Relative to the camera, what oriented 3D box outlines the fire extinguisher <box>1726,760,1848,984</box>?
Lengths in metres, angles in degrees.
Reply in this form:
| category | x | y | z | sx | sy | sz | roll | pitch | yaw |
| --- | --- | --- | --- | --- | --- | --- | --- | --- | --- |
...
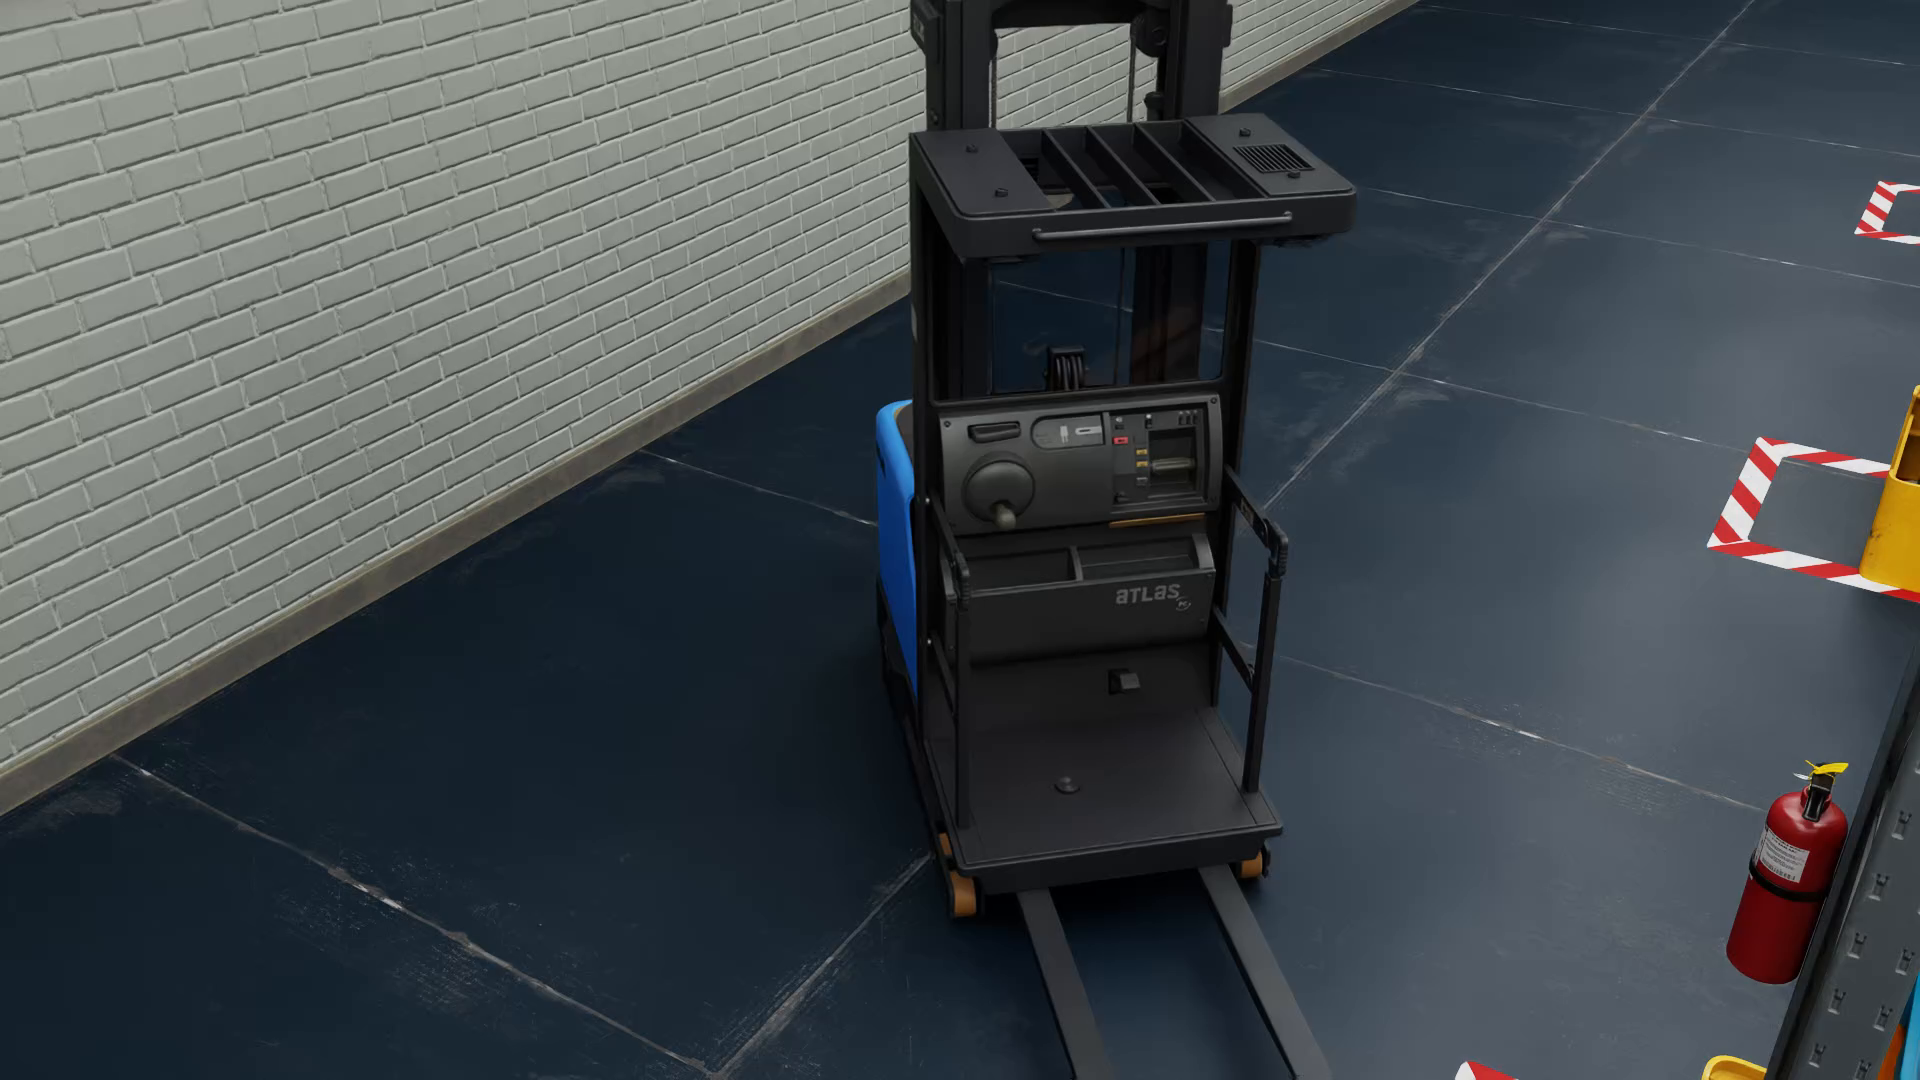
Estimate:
| category | x | y | z | sx | sy | sz | roll | pitch | yaw |
| --- | --- | --- | --- | --- | --- | --- | --- | --- | --- |
| fire extinguisher | 1.981 | 0.749 | 3.937 | 0.183 | 0.674 | 0.296 | 18 | 35 | 27 |

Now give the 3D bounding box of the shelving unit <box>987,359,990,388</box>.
| category | x | y | z | sx | sy | sz | roll | pitch | yaw |
| --- | --- | --- | --- | --- | --- | --- | --- | --- | --- |
| shelving unit | -0.007 | -0.391 | 7.527 | 0.210 | 0.900 | 0.258 | 18 | 35 | 27 |

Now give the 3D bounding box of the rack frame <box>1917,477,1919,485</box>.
| category | x | y | z | sx | sy | sz | roll | pitch | yaw |
| --- | --- | --- | --- | --- | --- | --- | --- | --- | --- |
| rack frame | 4.500 | -1.325 | 7.045 | 0.127 | 3.000 | 1.000 | 18 | 35 | 27 |

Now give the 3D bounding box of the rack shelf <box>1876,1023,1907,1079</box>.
| category | x | y | z | sx | sy | sz | roll | pitch | yaw |
| --- | --- | --- | --- | --- | --- | --- | --- | --- | --- |
| rack shelf | 3.561 | 1.635 | 2.685 | 4.000 | 0.370 | 1.077 | 18 | 35 | 27 |

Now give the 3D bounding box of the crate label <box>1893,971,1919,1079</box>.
| category | x | y | z | sx | sy | sz | roll | pitch | yaw |
| --- | --- | --- | --- | --- | --- | --- | --- | --- | --- |
| crate label | 1.901 | 1.042 | 3.095 | 0.303 | 0.233 | 0.416 | 18 | 35 | 27 |

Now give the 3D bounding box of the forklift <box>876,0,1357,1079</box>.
| category | x | y | z | sx | sy | sz | roll | pitch | yaw |
| --- | --- | --- | --- | --- | --- | --- | --- | --- | --- |
| forklift | 0.440 | -0.203 | 5.189 | 1.130 | 2.935 | 3.031 | -6 | 31 | -10 |

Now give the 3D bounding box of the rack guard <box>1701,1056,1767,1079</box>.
| category | x | y | z | sx | sy | sz | roll | pitch | yaw |
| --- | --- | --- | --- | --- | --- | --- | --- | --- | --- |
| rack guard | 1.840 | 1.867 | 4.053 | 0.348 | 0.500 | 1.175 | 18 | 35 | 27 |

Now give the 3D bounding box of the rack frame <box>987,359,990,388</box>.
| category | x | y | z | sx | sy | sz | roll | pitch | yaw |
| --- | --- | --- | --- | --- | --- | --- | --- | --- | --- |
| rack frame | 0.079 | -0.364 | 7.480 | 0.006 | 0.900 | 0.240 | 18 | 35 | 27 |

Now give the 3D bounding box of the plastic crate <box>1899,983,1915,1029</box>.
| category | x | y | z | sx | sy | sz | roll | pitch | yaw |
| --- | --- | --- | --- | --- | --- | --- | --- | --- | --- |
| plastic crate | 2.250 | 0.757 | 3.381 | 0.499 | 0.435 | 0.616 | 18 | 35 | 27 |

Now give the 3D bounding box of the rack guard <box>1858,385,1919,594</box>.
| category | x | y | z | sx | sy | sz | roll | pitch | yaw |
| --- | --- | --- | --- | --- | --- | --- | --- | --- | --- |
| rack guard | 4.480 | -0.252 | 7.686 | 0.348 | 0.500 | 1.175 | 18 | 35 | 27 |
